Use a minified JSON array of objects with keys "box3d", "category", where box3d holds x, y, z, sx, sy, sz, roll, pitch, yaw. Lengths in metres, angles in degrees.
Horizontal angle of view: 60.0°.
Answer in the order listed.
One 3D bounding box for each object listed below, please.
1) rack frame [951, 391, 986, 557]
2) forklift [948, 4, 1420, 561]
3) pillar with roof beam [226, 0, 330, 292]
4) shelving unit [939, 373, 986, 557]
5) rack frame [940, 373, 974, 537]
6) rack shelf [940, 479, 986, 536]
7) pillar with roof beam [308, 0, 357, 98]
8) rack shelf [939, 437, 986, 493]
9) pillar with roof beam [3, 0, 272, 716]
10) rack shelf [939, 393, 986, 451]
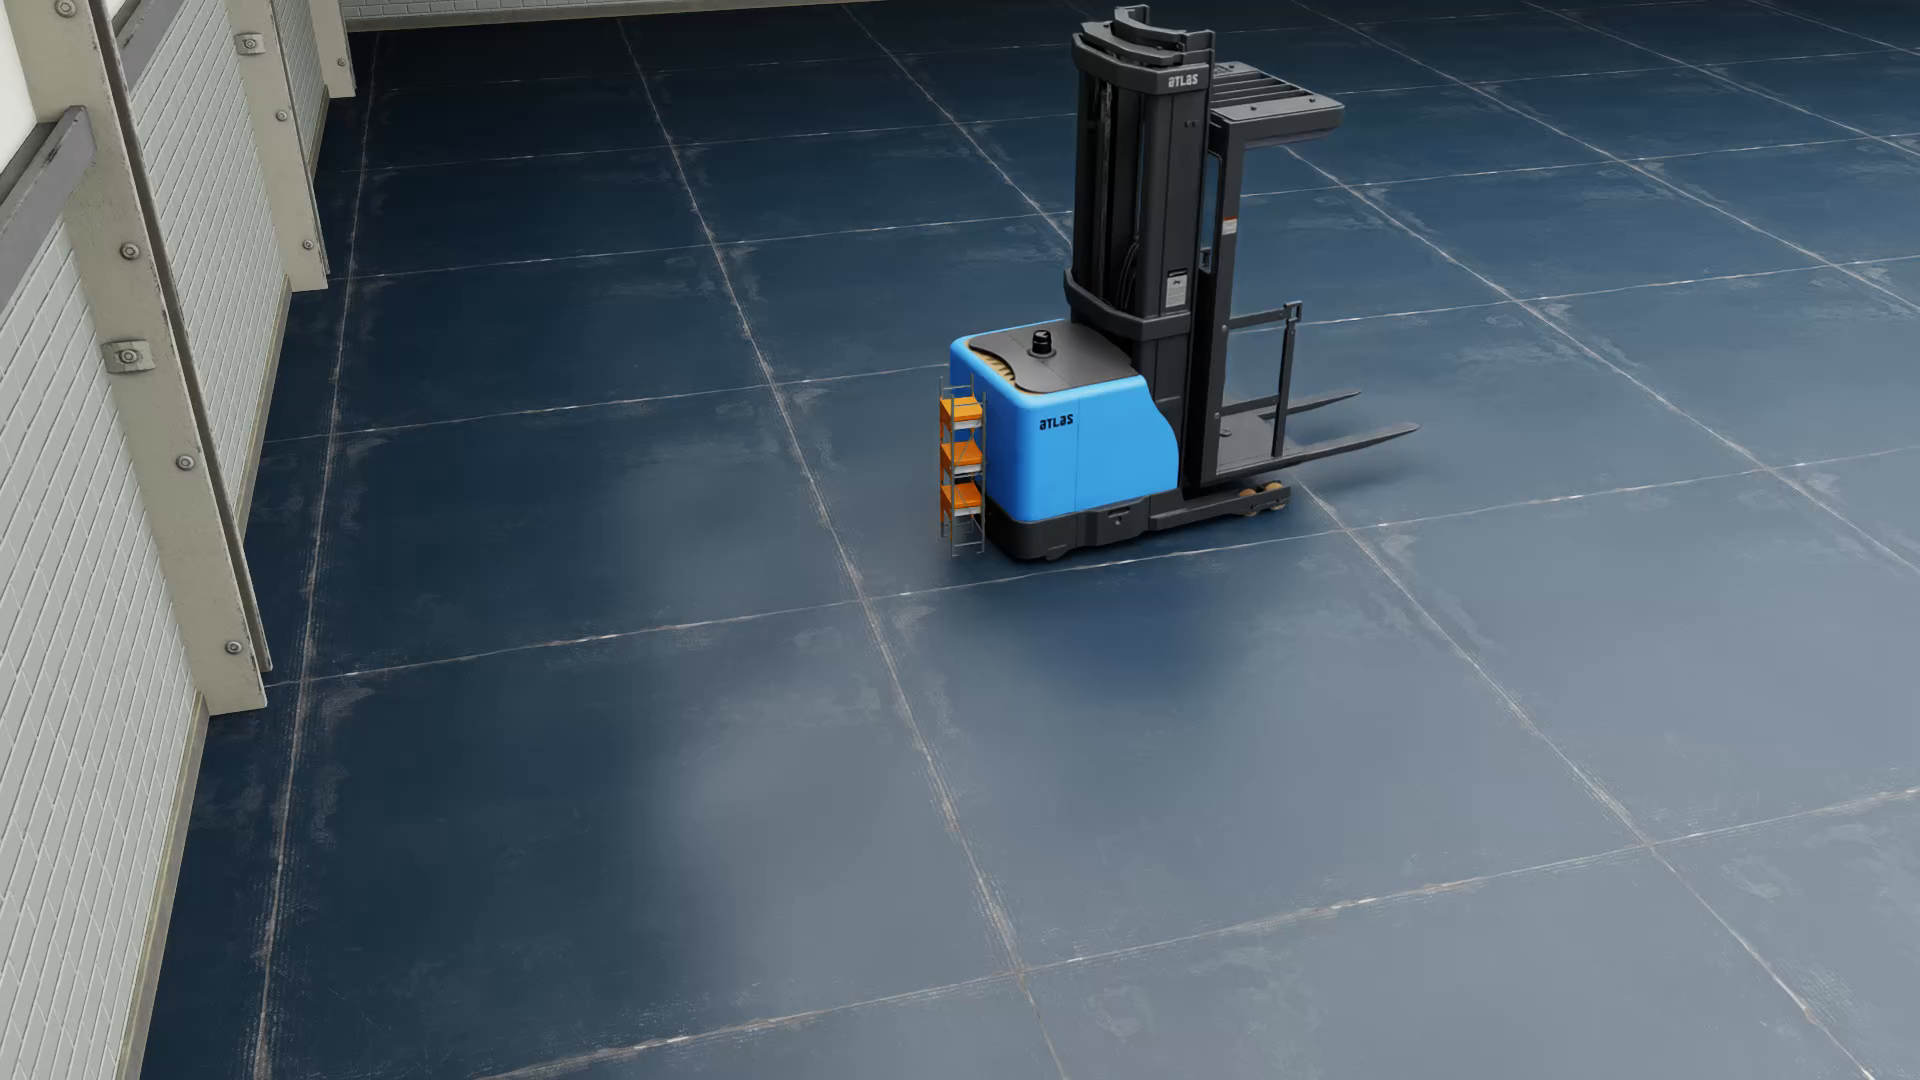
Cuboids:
[{"box3d":[0.047,-0.370,9.572,0.200,1.050,0.008,-8,31,-13],"category":"rack frame"},{"box3d":[1.483,-1.638,9.884,3.031,2.935,1.130,-13,33,-22],"category":"forklift"},{"box3d":[-1.191,-6.585,12.375,9.100,9.000,0.400,-8,31,-13],"category":"pillar with roof beam"},{"box3d":[0.014,-0.429,9.673,0.215,1.050,0.252,-8,31,-13],"category":"shelving unit"},{"box3d":[-0.018,-0.487,9.775,0.200,1.050,0.008,-8,31,-13],"category":"rack frame"},{"box3d":[0.014,-0.179,9.818,0.215,0.259,0.240,-8,31,-13],"category":"rack shelf"},{"box3d":[-2.783,-9.483,17.381,9.100,9.000,0.400,-8,31,-13],"category":"pillar with roof beam"},{"box3d":[0.014,-0.419,9.679,0.215,0.259,0.240,-8,31,-13],"category":"rack shelf"},{"box3d":[0.402,-3.687,7.368,9.100,9.000,0.400,-8,31,-13],"category":"pillar with roof beam"},{"box3d":[0.014,-0.665,9.537,0.215,0.259,0.240,-8,31,-13],"category":"rack shelf"}]
